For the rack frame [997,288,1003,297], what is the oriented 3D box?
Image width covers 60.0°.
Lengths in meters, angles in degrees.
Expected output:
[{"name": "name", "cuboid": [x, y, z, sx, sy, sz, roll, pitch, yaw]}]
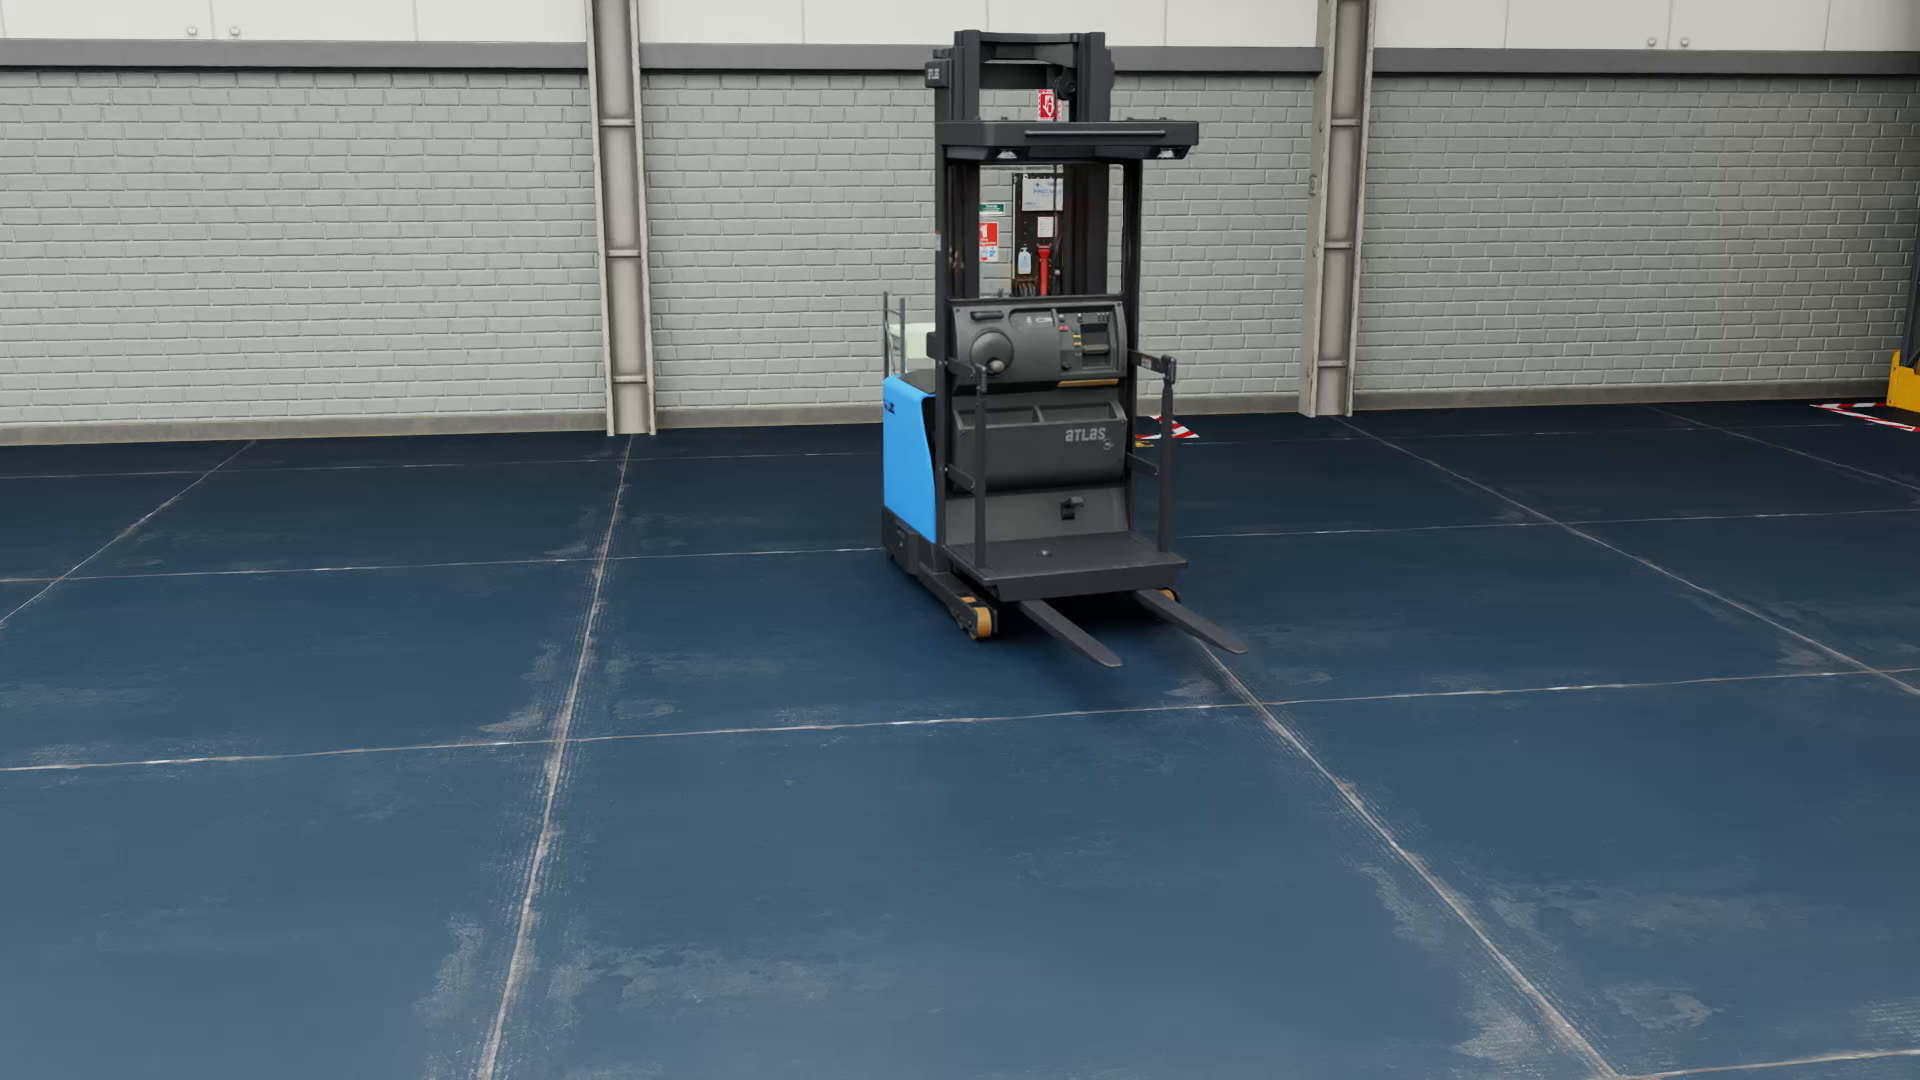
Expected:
[{"name": "rack frame", "cuboid": [0.302, -0.780, 10.245, 0.023, 1.500, 0.400, -4, 15, -18]}]

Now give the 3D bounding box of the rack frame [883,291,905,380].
[{"name": "rack frame", "cuboid": [-0.393, -0.725, 10.022, 0.023, 1.500, 0.400, -4, 15, -18]}]

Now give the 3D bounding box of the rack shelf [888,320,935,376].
[{"name": "rack shelf", "cuboid": [-0.045, -1.131, 10.039, 0.720, 0.370, 0.431, -4, 15, -18]}]

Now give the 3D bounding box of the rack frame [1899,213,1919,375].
[{"name": "rack frame", "cuboid": [8.586, -2.553, 14.235, 0.127, 3.000, 1.000, -2, 14, -8]}]

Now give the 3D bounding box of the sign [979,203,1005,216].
[{"name": "sign", "cuboid": [0.211, -2.766, 13.920, 0.331, 0.109, 0.001, -2, 14, -8]}]

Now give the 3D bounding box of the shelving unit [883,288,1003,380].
[{"name": "shelving unit", "cuboid": [-0.046, -0.752, 10.133, 0.755, 1.500, 0.431, -4, 15, -18]}]

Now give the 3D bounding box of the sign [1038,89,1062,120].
[{"name": "sign", "cuboid": [0.745, -3.637, 13.790, 0.199, 0.298, 0.001, -2, 14, -8]}]

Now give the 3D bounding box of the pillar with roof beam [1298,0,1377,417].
[{"name": "pillar with roof beam", "cuboid": [3.858, -4.443, 9.440, 0.400, 9.000, 9.100, -2, 14, -8]}]

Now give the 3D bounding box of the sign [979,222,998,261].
[{"name": "sign", "cuboid": [0.205, -2.511, 13.993, 0.234, 0.329, 0.001, -2, 14, -8]}]

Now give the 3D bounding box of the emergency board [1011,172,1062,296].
[{"name": "emergency board", "cuboid": [0.767, -2.488, 13.978, 0.643, 1.169, 0.194, -2, 14, -8]}]

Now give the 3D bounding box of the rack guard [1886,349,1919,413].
[{"name": "rack guard", "cuboid": [8.662, -1.343, 14.550, 0.348, 0.500, 1.175, -2, 14, -8]}]

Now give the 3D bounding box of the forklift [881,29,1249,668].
[{"name": "forklift", "cuboid": [0.484, -1.037, 8.330, 1.130, 2.935, 3.031, -5, 15, -18]}]

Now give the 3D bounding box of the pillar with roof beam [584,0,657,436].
[{"name": "pillar with roof beam", "cuboid": [-2.075, -4.226, 8.573, 0.400, 9.000, 9.100, -2, 14, -8]}]
